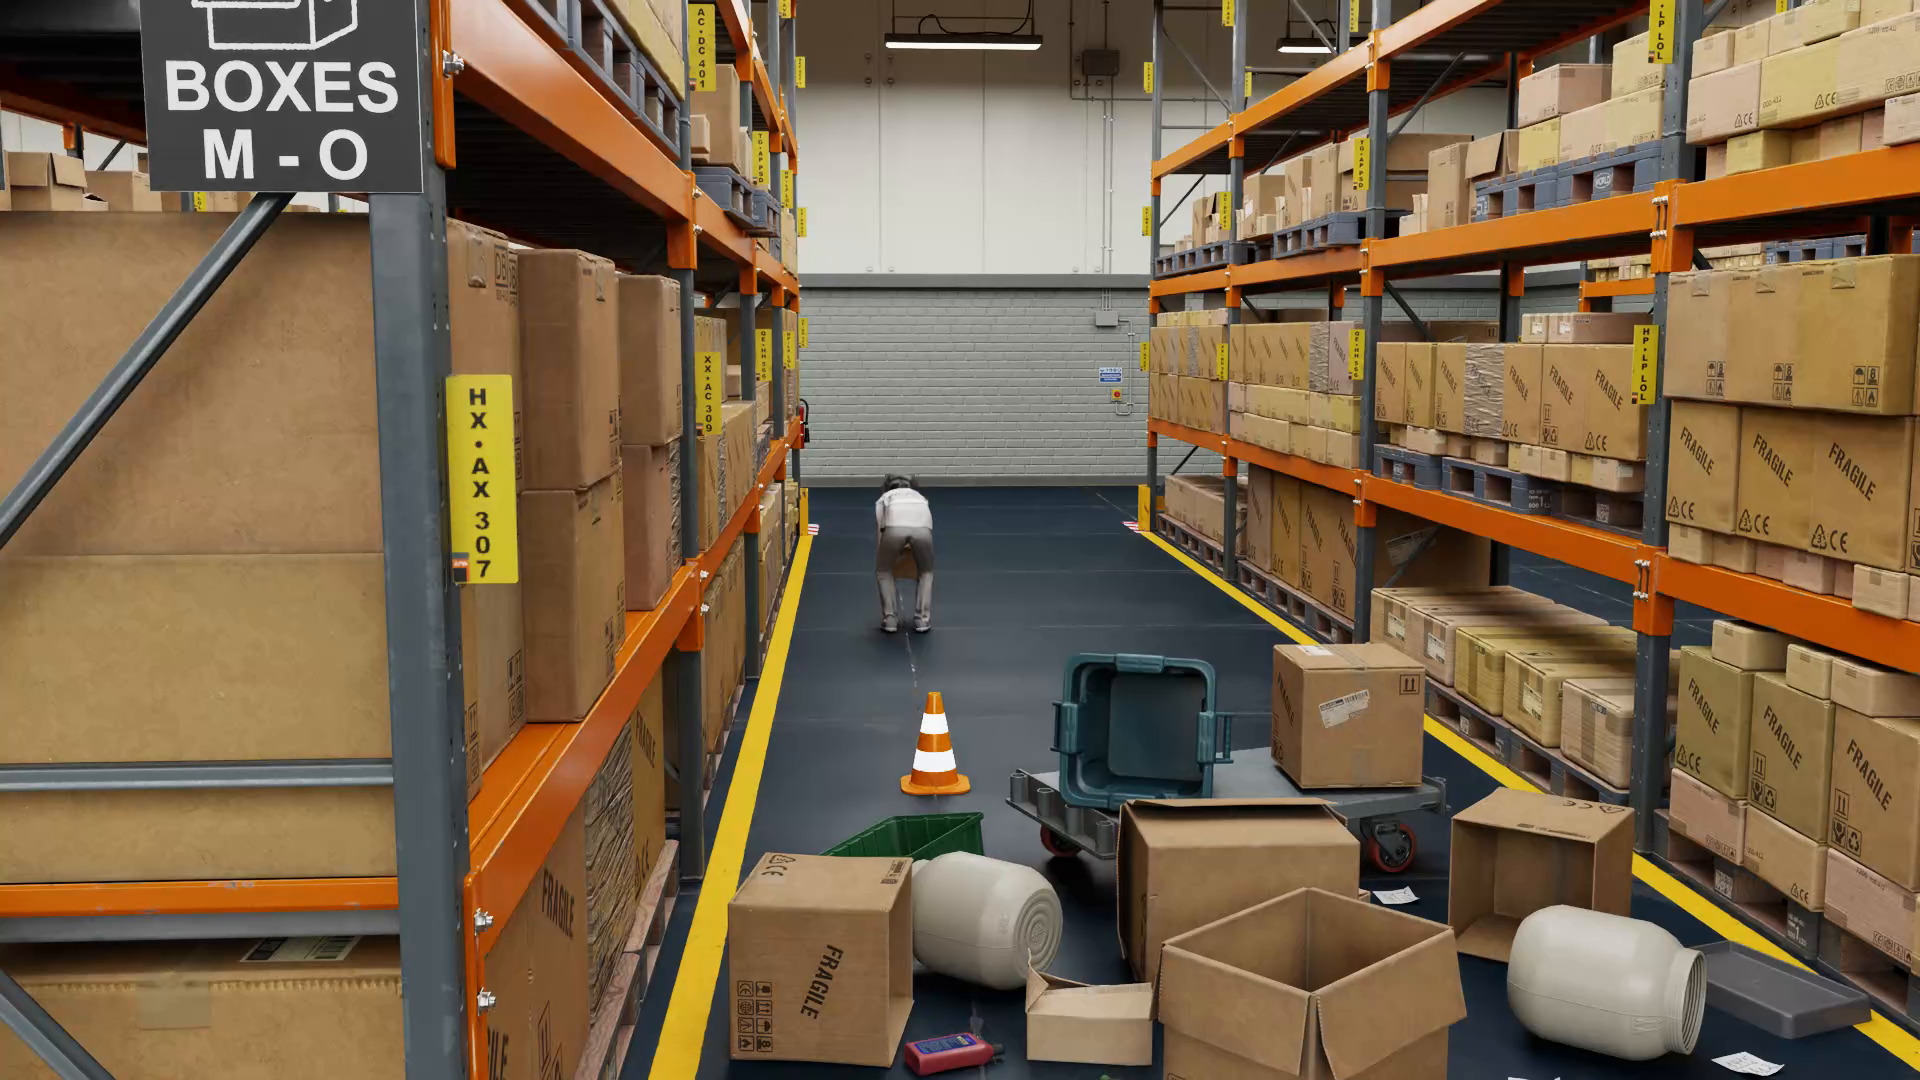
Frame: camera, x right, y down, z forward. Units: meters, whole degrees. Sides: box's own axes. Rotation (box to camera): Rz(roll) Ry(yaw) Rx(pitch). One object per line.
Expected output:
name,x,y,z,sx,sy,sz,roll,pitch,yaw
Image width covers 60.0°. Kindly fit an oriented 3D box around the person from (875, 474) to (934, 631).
person,-0.428,0.091,12.652,0.442,1.148,0.915,-1,7,-6
